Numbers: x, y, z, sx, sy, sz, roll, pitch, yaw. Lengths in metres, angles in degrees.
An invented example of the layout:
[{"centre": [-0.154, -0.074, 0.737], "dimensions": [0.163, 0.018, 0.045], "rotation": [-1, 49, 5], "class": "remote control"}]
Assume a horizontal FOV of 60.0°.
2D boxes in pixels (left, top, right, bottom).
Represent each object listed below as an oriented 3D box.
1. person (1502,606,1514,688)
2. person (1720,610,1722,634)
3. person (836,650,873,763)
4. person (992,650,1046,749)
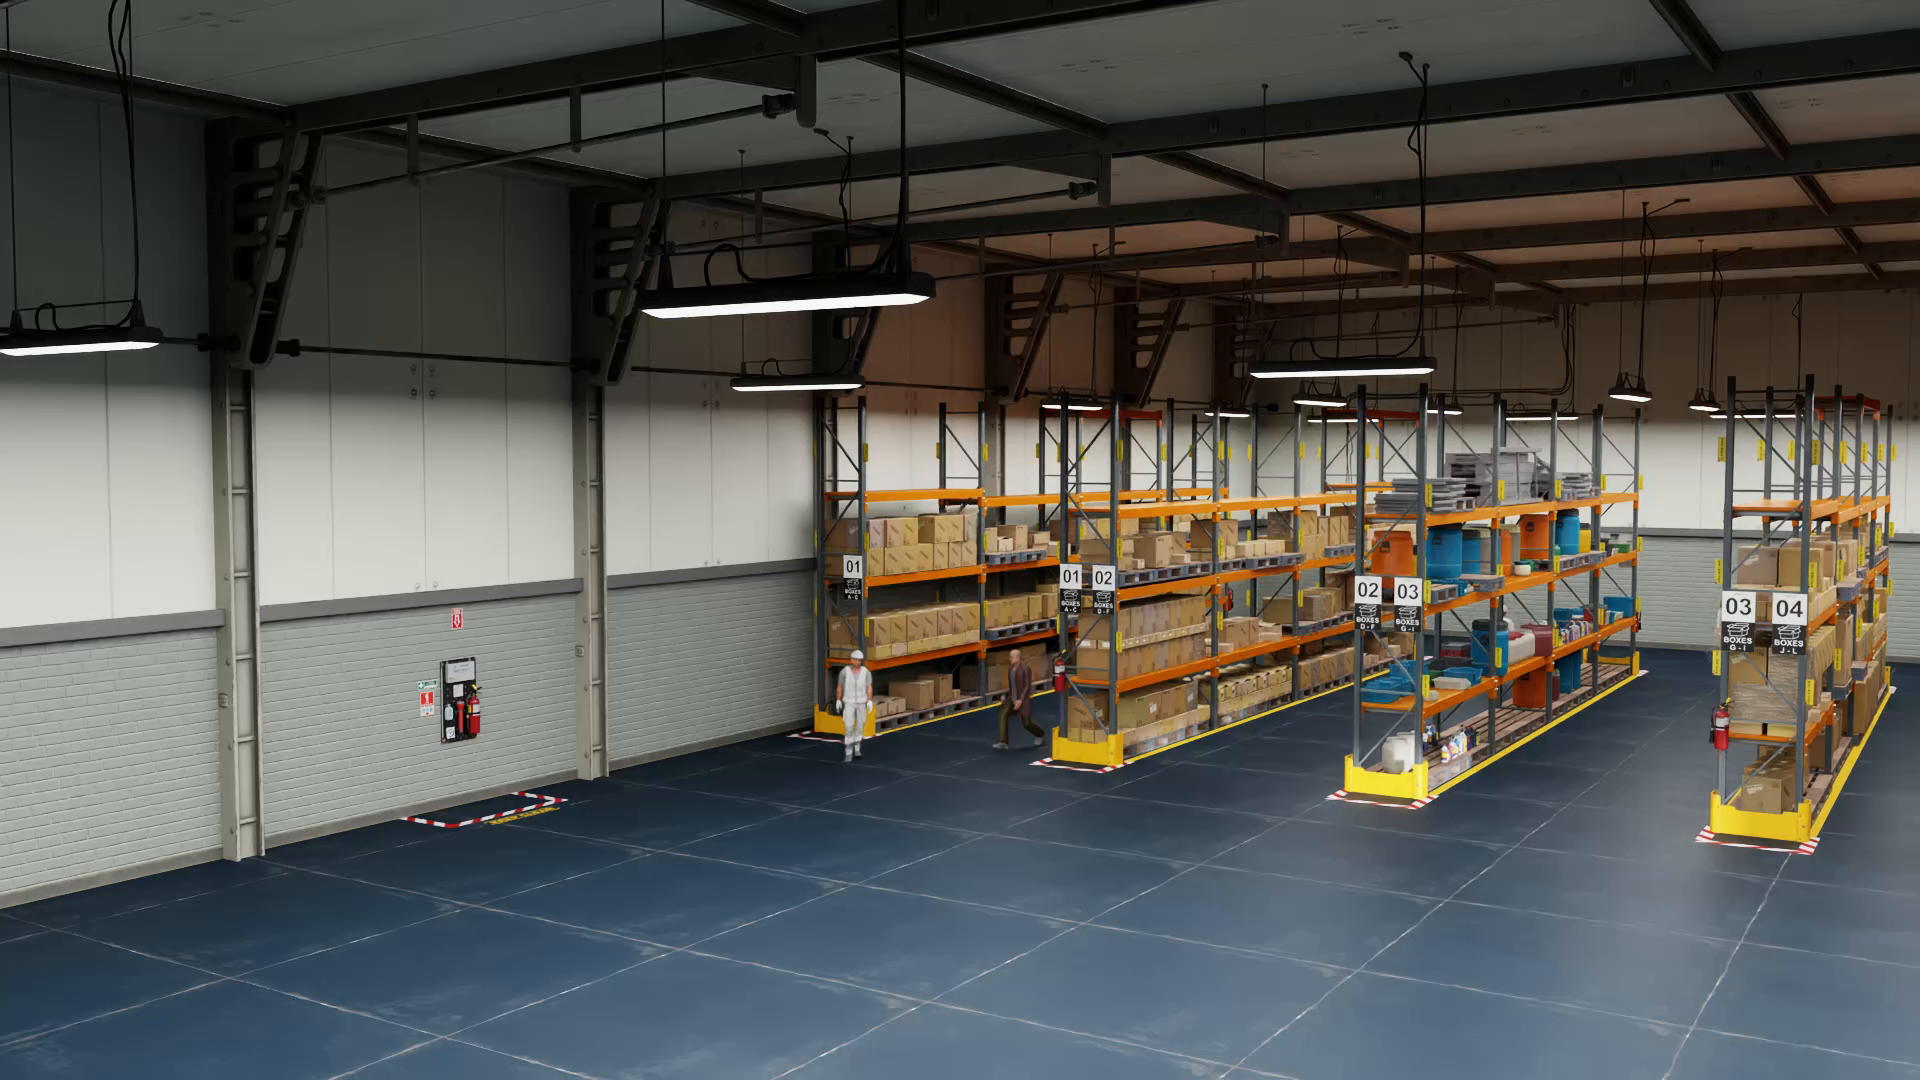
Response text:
[{"centre": [11.451, 2.264, 35.278], "dimensions": [0.601, 1.768, 0.529], "rotation": [0, 3, 4], "class": "person"}, {"centre": [17.878, 2.190, 38.656], "dimensions": [0.446, 1.646, 0.371], "rotation": [-1, 3, -22], "class": "person"}, {"centre": [-1.723, 2.713, 27.133], "dimensions": [0.579, 1.853, 0.610], "rotation": [-1, 3, -15], "class": "person"}, {"centre": [0.974, 2.690, 28.217], "dimensions": [0.588, 1.655, 1.184], "rotation": [3, 4, 42], "class": "person"}]
